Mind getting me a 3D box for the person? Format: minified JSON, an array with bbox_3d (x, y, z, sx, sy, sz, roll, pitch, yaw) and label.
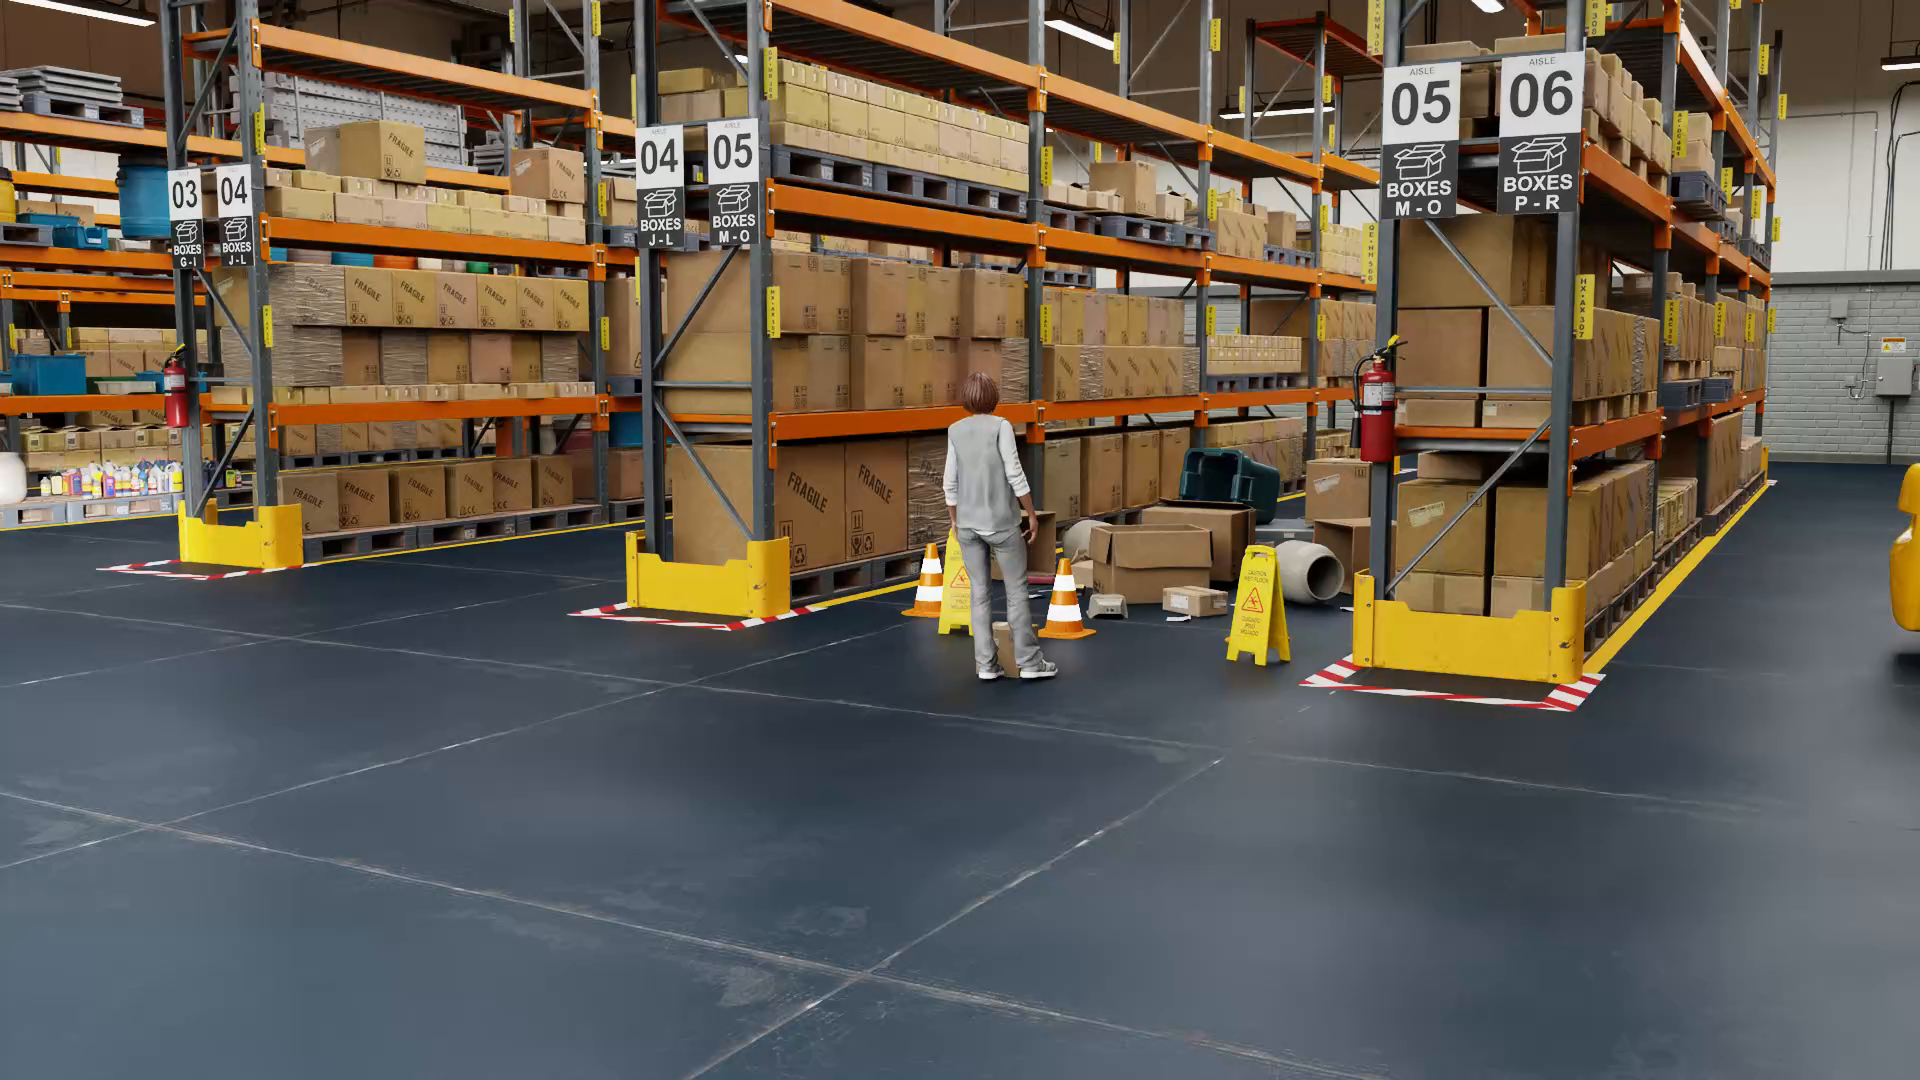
[{"bbox_3d":[0.196,-0.073,8.650,0.521,1.600,0.472,3,7,29],"label":"person"}]
